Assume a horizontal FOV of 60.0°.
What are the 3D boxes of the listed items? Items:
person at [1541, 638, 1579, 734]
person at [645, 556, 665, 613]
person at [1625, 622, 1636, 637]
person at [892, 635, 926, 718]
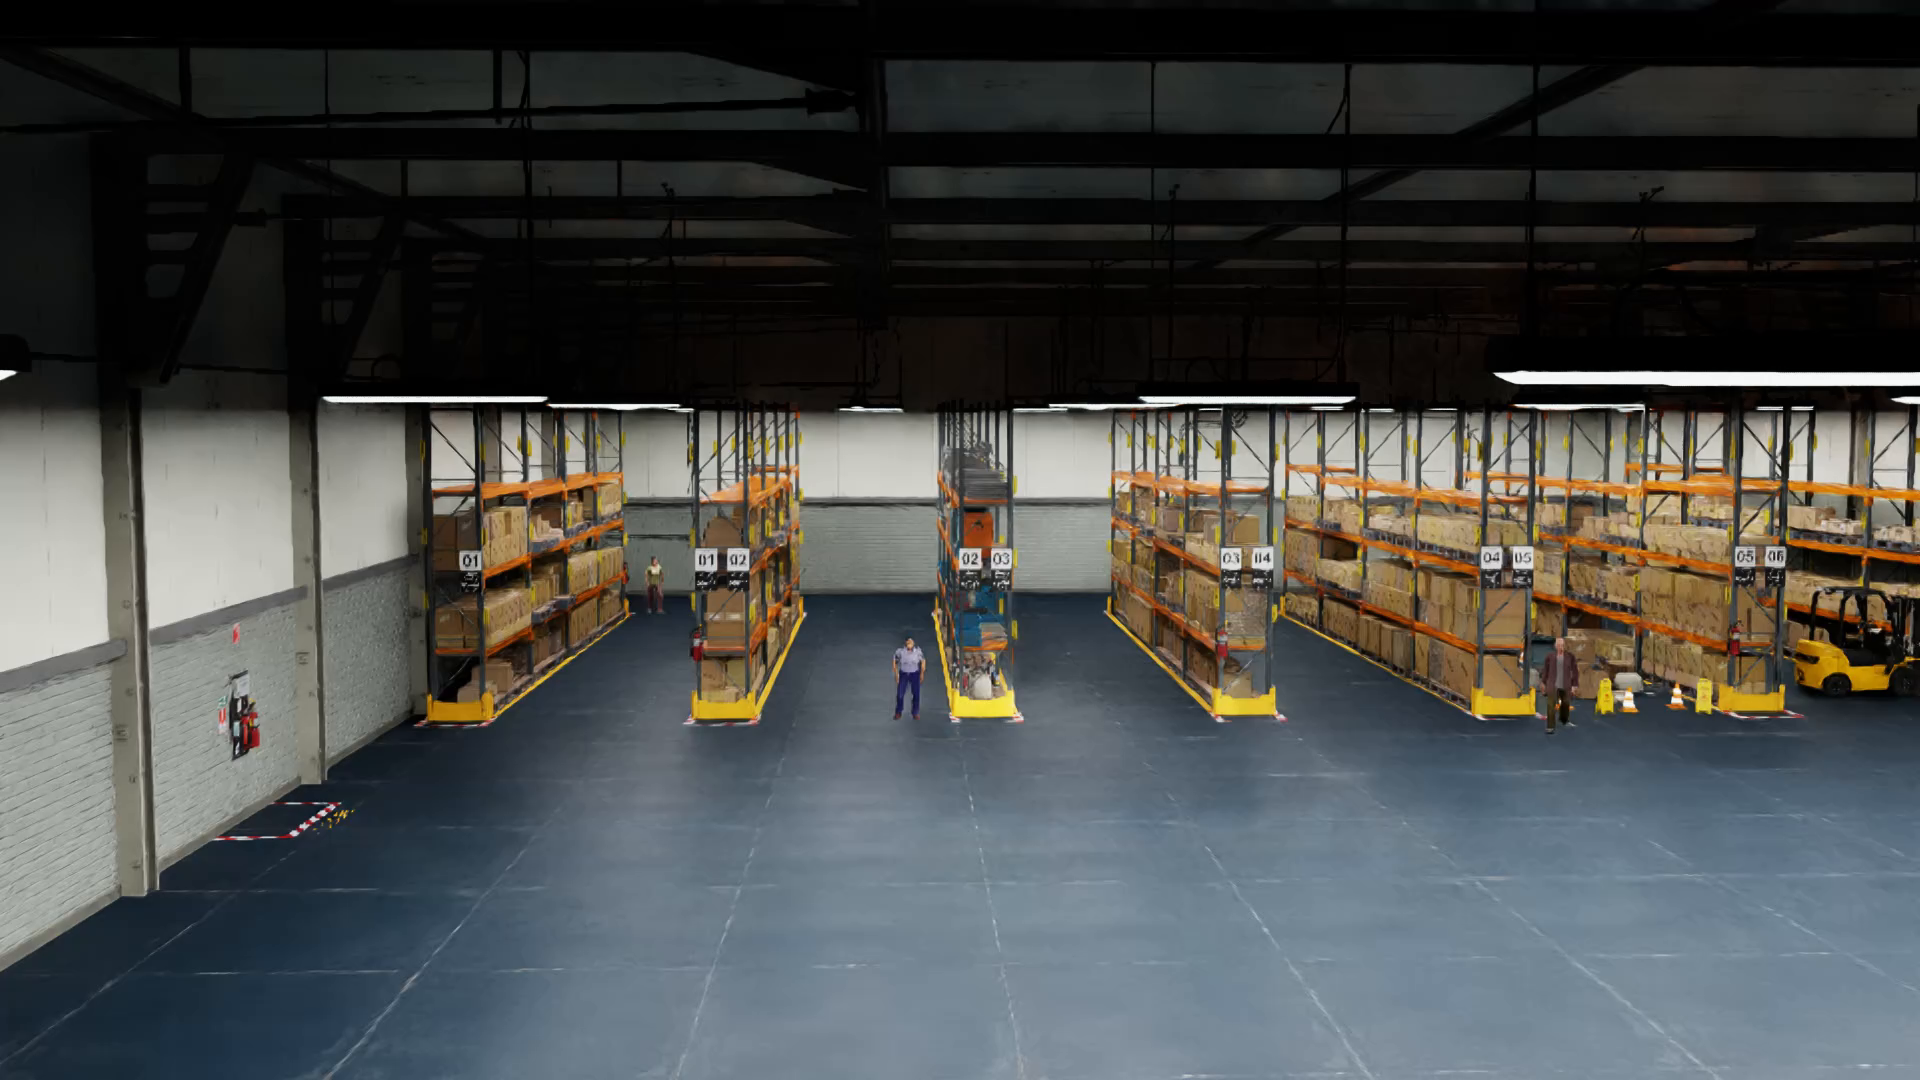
[{"bbox_3d":[10.782,2.575,29.885,0.630,1.680,1.046,1,5,18],"label":"person"},{"bbox_3d":[-8.784,1.272,47.826,0.585,1.637,0.691,-2,5,-23],"label":"person"},{"bbox_3d":[16.542,1.704,41.134,0.497,1.765,0.625,2,5,29],"label":"person"},{"bbox_3d":[-0.959,2.566,31.198,0.625,1.596,0.503,0,4,-4],"label":"person"}]
